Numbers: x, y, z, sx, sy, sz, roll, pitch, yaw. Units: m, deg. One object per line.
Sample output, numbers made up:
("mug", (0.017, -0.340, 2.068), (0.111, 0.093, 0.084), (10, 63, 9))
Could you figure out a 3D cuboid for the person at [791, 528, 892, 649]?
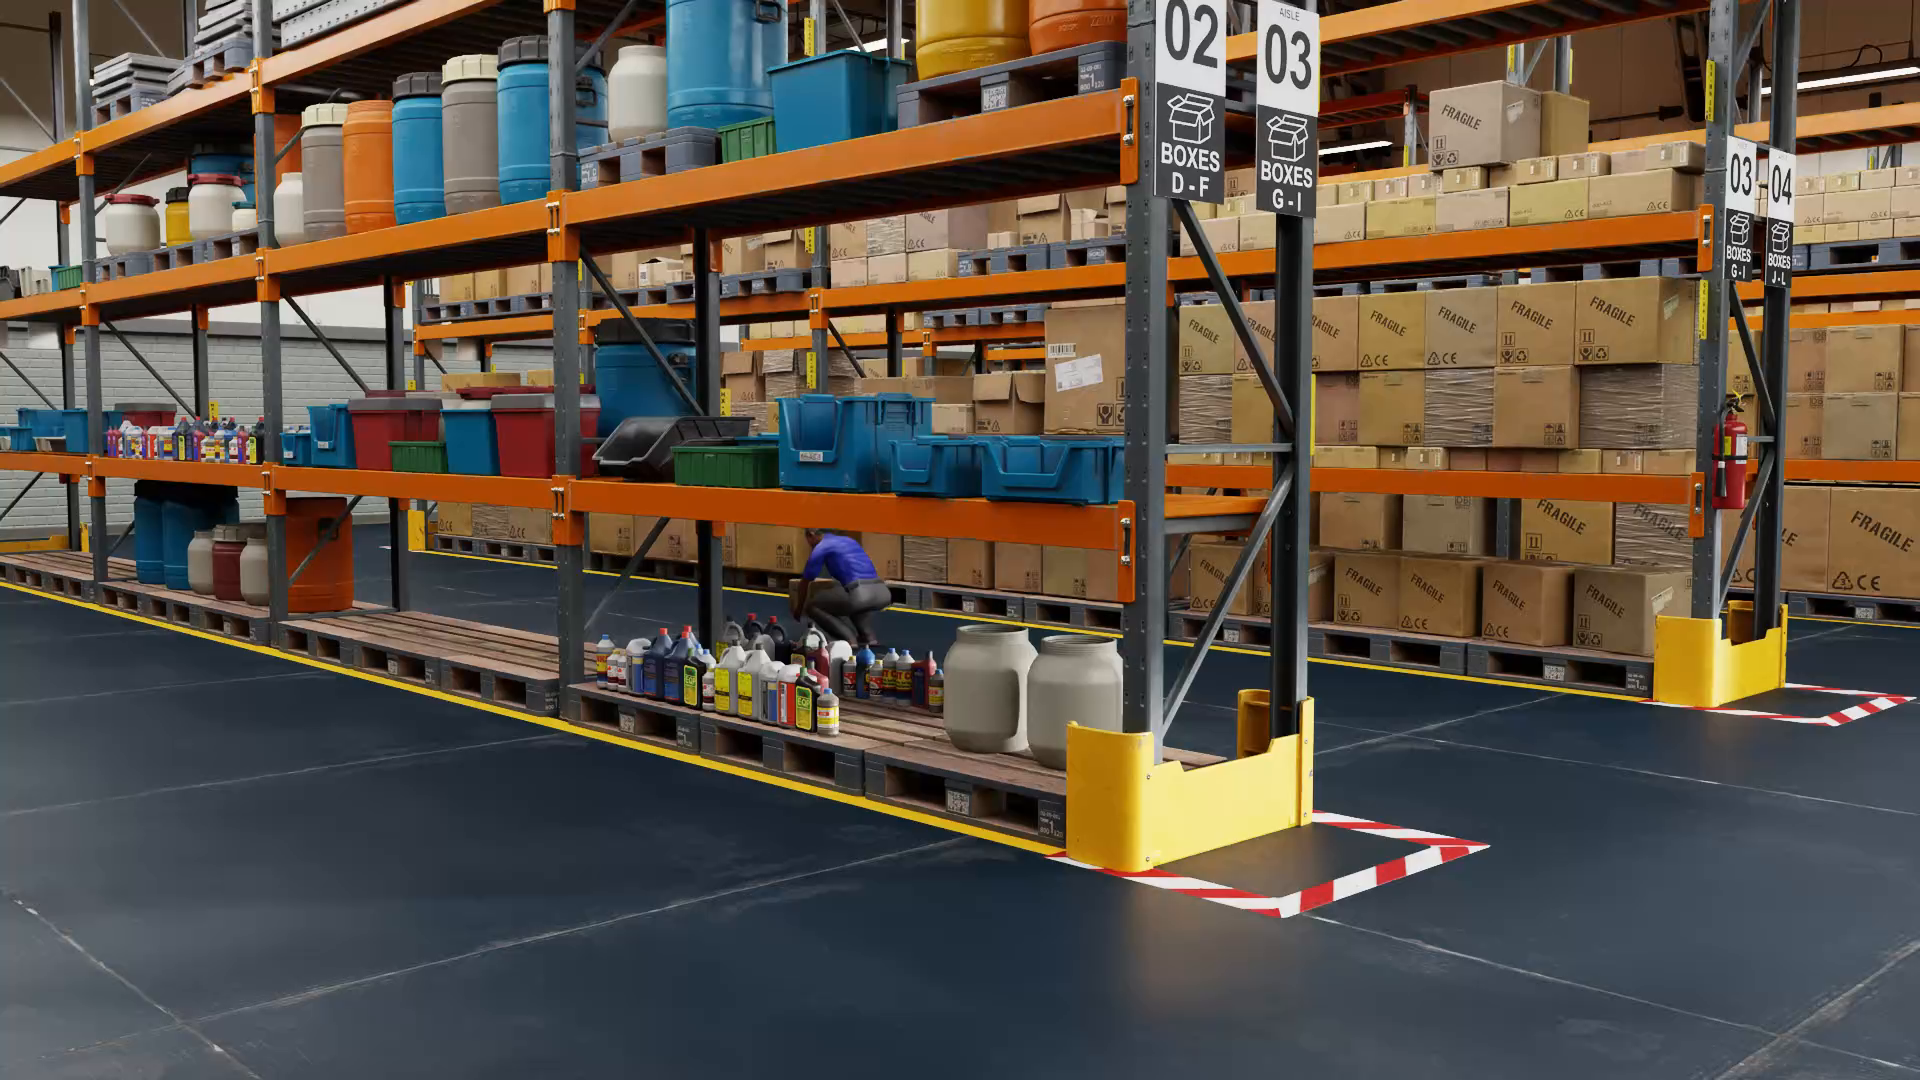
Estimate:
("person", (-0.863, 0.312, 12.017), (0.507, 0.918, 0.818), (-4, 6, -44))
